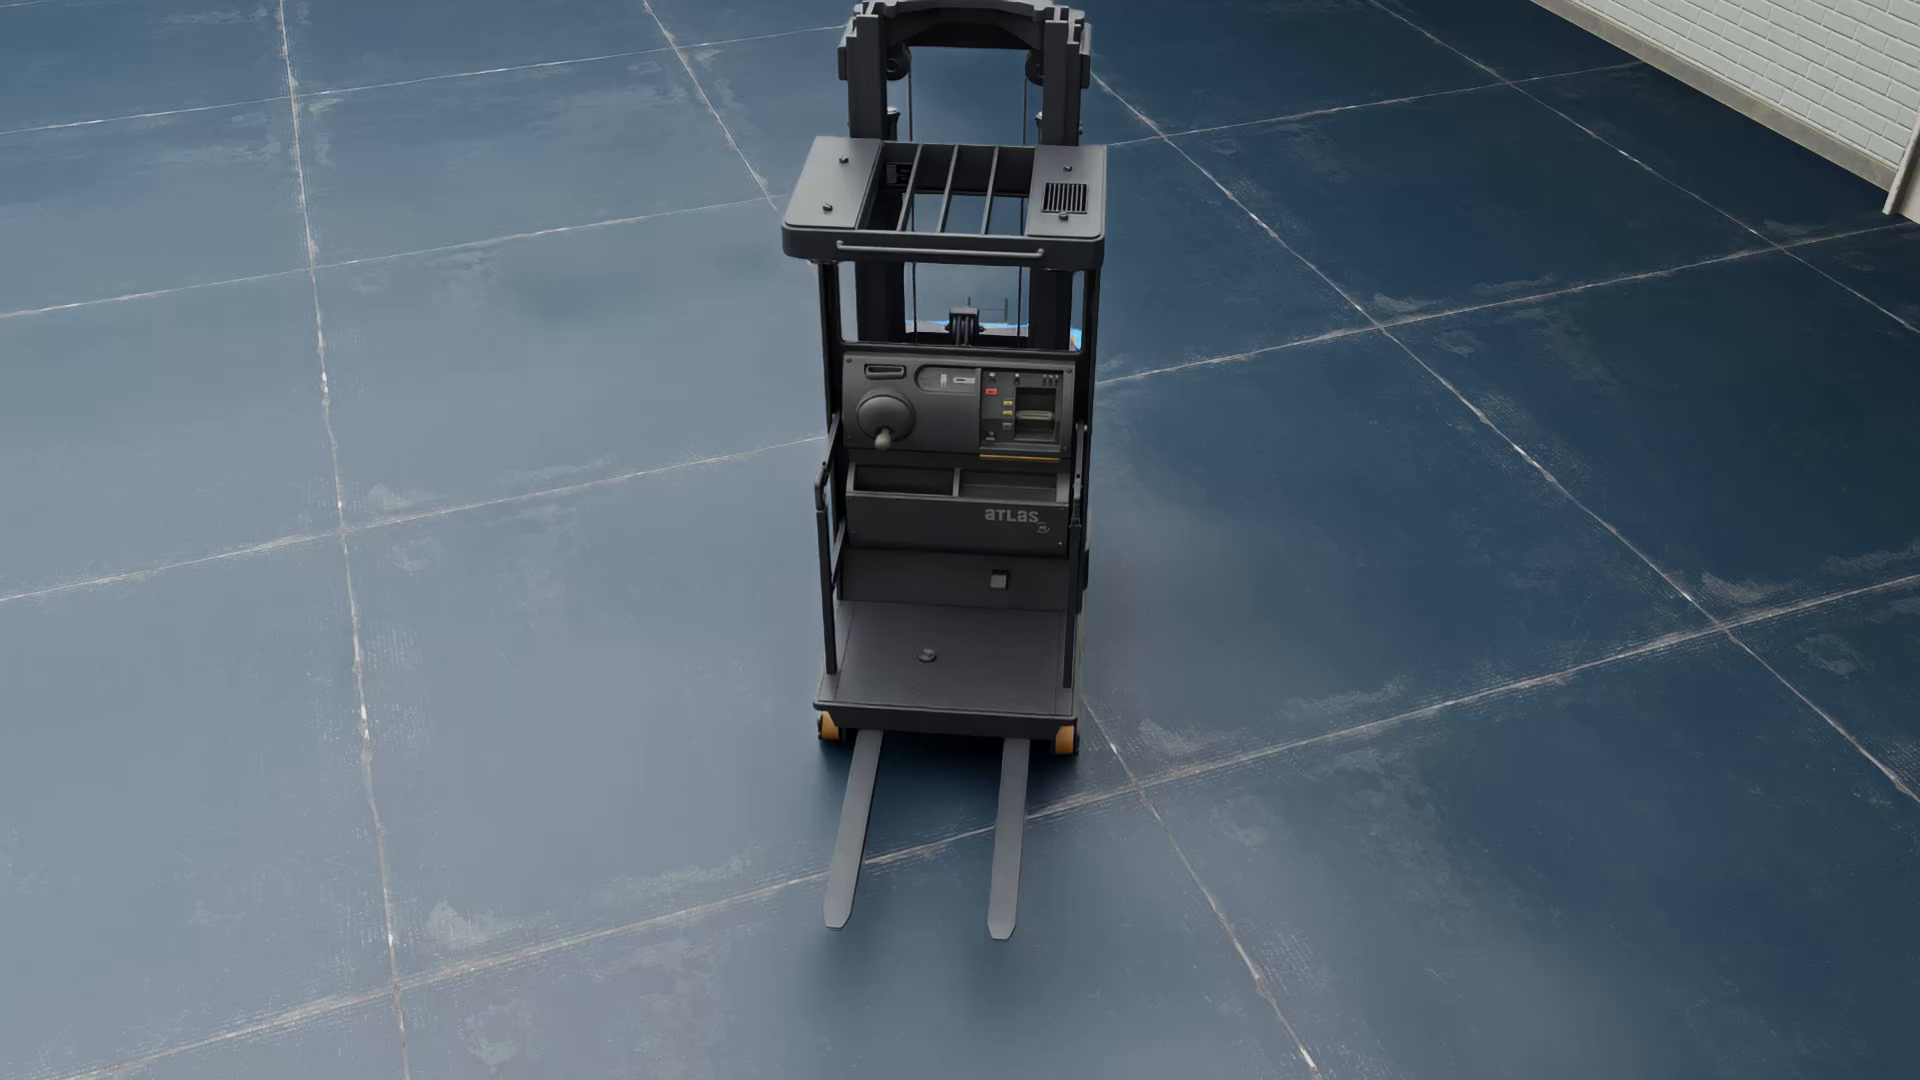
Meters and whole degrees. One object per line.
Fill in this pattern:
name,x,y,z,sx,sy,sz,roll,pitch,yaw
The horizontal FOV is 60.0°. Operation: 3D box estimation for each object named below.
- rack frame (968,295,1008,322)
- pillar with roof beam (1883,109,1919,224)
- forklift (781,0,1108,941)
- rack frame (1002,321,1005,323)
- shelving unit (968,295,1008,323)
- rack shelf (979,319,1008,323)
rack frame,0.138,-0.779,8.472,0.200,1.050,0.008,3,37,4
pillar with roof beam,2.417,-4.852,7.272,9.100,9.000,0.400,-12,39,-16
forklift,-0.024,-0.470,6.498,1.130,2.935,3.031,3,37,4
rack frame,0.116,-0.632,8.277,0.200,1.050,0.008,3,37,4
shelving unit,0.127,-0.706,8.374,0.215,1.050,0.252,3,37,4
rack shelf,0.127,-0.924,8.210,0.215,0.259,0.240,3,37,4
